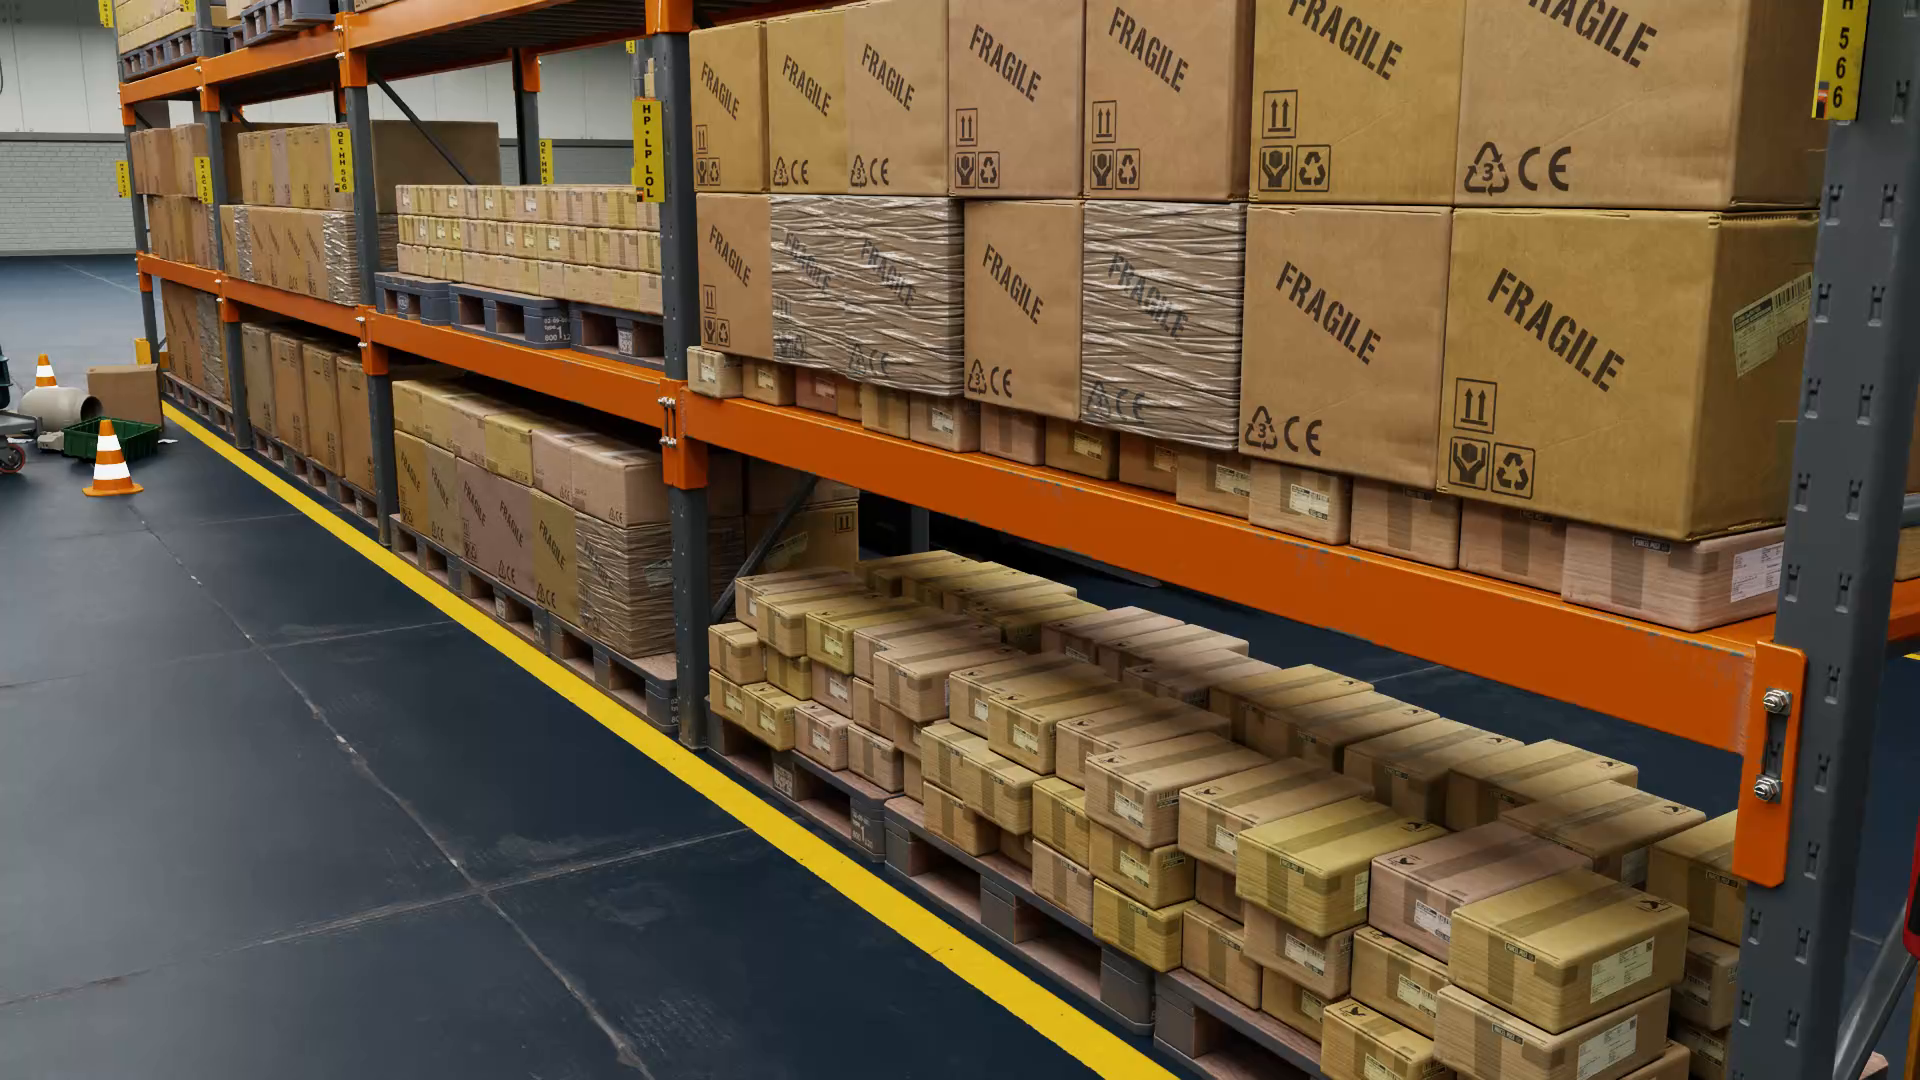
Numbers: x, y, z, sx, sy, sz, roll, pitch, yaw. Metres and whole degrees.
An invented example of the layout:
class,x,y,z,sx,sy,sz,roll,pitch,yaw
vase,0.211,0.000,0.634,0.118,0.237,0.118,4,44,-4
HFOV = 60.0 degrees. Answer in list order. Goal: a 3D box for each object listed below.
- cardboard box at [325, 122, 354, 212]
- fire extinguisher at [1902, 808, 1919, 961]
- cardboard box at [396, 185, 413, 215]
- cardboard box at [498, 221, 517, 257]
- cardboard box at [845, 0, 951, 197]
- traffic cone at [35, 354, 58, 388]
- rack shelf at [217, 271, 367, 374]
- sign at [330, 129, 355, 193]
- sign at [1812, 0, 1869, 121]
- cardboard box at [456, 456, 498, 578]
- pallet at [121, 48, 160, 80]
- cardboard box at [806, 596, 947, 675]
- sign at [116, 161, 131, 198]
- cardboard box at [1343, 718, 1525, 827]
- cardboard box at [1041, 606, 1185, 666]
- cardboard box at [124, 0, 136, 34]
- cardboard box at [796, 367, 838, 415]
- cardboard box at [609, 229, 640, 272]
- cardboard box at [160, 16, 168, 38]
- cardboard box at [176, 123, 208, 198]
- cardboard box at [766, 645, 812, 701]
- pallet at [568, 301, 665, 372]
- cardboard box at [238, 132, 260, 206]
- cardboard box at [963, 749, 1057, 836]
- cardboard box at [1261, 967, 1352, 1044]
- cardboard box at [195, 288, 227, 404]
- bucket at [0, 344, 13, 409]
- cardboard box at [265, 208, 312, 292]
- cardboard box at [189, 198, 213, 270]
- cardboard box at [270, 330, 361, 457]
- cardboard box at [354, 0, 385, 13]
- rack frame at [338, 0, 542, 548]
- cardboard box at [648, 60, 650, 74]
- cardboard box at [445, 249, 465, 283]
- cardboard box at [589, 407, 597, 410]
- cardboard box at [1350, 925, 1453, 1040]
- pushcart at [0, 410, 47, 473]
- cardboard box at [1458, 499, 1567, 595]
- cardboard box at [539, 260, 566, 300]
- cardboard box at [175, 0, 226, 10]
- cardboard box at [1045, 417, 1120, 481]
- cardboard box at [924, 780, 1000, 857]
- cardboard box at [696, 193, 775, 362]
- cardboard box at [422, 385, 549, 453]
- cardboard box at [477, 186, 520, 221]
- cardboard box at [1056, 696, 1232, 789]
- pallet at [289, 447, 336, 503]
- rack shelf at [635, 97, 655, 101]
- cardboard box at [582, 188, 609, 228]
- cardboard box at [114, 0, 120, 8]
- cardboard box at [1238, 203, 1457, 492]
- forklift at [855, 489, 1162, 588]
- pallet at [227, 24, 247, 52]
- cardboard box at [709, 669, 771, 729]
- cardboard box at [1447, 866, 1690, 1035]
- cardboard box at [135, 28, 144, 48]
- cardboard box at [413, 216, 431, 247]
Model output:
class,x,y,z,sx,sy,sz,roll,pitch,yaw
cardboard box,-3.303,-2.198,9.818,0.700,0.500,0.500,-8,15,-34
fire extinguisher,1.406,0.252,2.241,0.296,0.674,0.183,-8,15,-33
cardboard box,-2.684,-1.757,8.588,0.380,0.149,0.250,-8,15,-33
cardboard box,-1.813,-1.332,7.339,0.380,0.149,0.250,-7,14,-31
cardboard box,0.035,-1.169,4.413,0.500,0.500,0.500,-8,15,-32
traffic cone,-8.102,-1.411,14.731,0.336,0.463,0.334,-8,15,-33
rack shelf,-3.890,-1.494,10.858,1.077,0.370,4.000,-8,15,-33
sign,-3.242,-1.989,8.727,0.100,0.325,0.005,-8,15,-33
sign,1.178,-0.725,2.206,0.100,0.325,0.005,-8,15,-33
cardboard box,-2.032,-0.138,7.841,0.500,0.500,0.500,-9,15,-34
pallet,-6.794,-4.204,14.752,1.003,0.211,1.213,-8,15,-33
cardboard box,-0.262,0.299,5.270,0.380,0.149,0.250,-8,15,-34
sign,-7.679,-3.310,15.264,0.100,0.325,0.005,-8,15,-33
cardboard box,1.151,0.567,4.044,0.380,0.149,0.250,-9,15,-36
cardboard box,0.473,0.328,5.140,0.380,0.149,0.250,-9,15,-35
cardboard box,-6.878,-4.498,14.325,0.500,0.250,0.500,-8,15,-33
cardboard box,-0.284,-0.488,5.162,0.380,0.149,0.250,-9,15,-35
cardboard box,-1.097,-1.101,6.282,0.380,0.149,0.250,-8,15,-32
cardboard box,-6.029,-4.006,13.007,0.380,0.149,0.250,-8,15,-32
cardboard box,-5.575,-2.956,12.979,0.875,0.550,0.550,-8,15,-33
cardboard box,-0.416,0.400,5.504,0.380,0.149,0.250,-8,15,-32
pallet,-0.868,-0.838,6.622,1.003,0.211,1.213,-8,15,-33
cardboard box,-4.718,-2.651,11.889,0.700,0.500,0.500,-8,15,-34
cardboard box,0.232,0.639,4.414,0.380,0.149,0.250,-8,15,-32
cardboard box,0.884,0.960,3.639,0.380,0.149,0.250,-8,15,-33
cardboard box,-5.790,-1.649,13.870,0.875,0.875,0.875,-8,15,-32
bucket,-6.992,-1.096,11.457,0.726,0.611,0.620,-3,23,-13
cardboard box,-4.094,-1.856,10.592,0.500,0.500,0.500,-8,15,-32
cardboard box,-5.536,-2.434,13.120,0.875,0.550,0.550,-8,15,-33
cardboard box,-4.048,-1.036,11.360,1.050,0.750,0.750,-8,15,-33
cardboard box,-2.687,-2.871,8.215,0.500,0.500,0.500,-8,15,-33
rack frame,-2.781,-1.490,9.154,1.000,3.000,0.127,-8,15,-33
cardboard box,-3.069,-4.992,17.567,0.380,0.149,0.250,-8,15,-33
cardboard box,-2.252,-1.326,8.007,0.380,0.149,0.250,-7,14,-30
cardboard box,-1.627,-0.569,8.055,0.500,0.250,0.500,-8,15,-31
cardboard box,1.021,0.862,3.392,0.380,0.149,0.250,-9,15,-34
pushcart,-7.192,-0.595,11.201,0.936,0.377,1.648,9,15,35
cardboard box,1.128,-0.018,3.010,0.380,0.149,0.250,-8,15,-33
cardboard box,-1.529,-1.092,6.941,0.380,0.149,0.250,-9,15,-35
cardboard box,-5.484,-4.050,12.277,0.500,0.250,0.500,-8,15,-33
cardboard box,0.434,-0.254,4.089,0.380,0.149,0.250,-8,15,-32
cardboard box,0.122,0.738,4.657,0.380,0.149,0.250,-9,15,-34
cardboard box,-0.501,-0.855,5.319,0.500,0.500,0.500,-8,15,-34
cardboard box,-2.320,-0.599,8.192,0.500,0.250,0.500,-8,15,-33
cardboard box,-1.957,-1.524,7.524,0.380,0.149,0.250,-8,14,-31
cardboard box,0.466,0.528,4.222,0.380,0.149,0.250,-9,15,-35
pallet,-3.827,-0.494,11.125,1.003,0.211,1.213,-8,15,-33
rack shelf,-1.921,-4.240,16.393,1.077,0.370,4.000,-8,15,-33
cardboard box,-1.241,-1.294,6.470,0.380,0.149,0.250,-9,15,-35
cardboard box,-7.294,-4.802,14.782,0.380,0.149,0.250,-8,15,-32
cardboard box,0.907,-0.403,3.253,0.500,0.500,0.500,-8,15,-34
forklift,0.333,-1.318,8.526,1.130,2.935,3.031,-8,14,-31
pallet,-4.449,-3.416,11.388,0.805,0.209,1.217,-9,15,-35
cardboard box,-0.631,0.512,5.691,0.380,0.149,0.250,-9,15,-35
cardboard box,1.147,0.766,3.138,0.380,0.149,0.250,-8,15,-32
cardboard box,-6.731,-4.231,14.038,0.380,0.149,0.250,-8,15,-33
cardboard box,-2.529,-1.560,8.383,0.380,0.149,0.250,-7,14,-30
